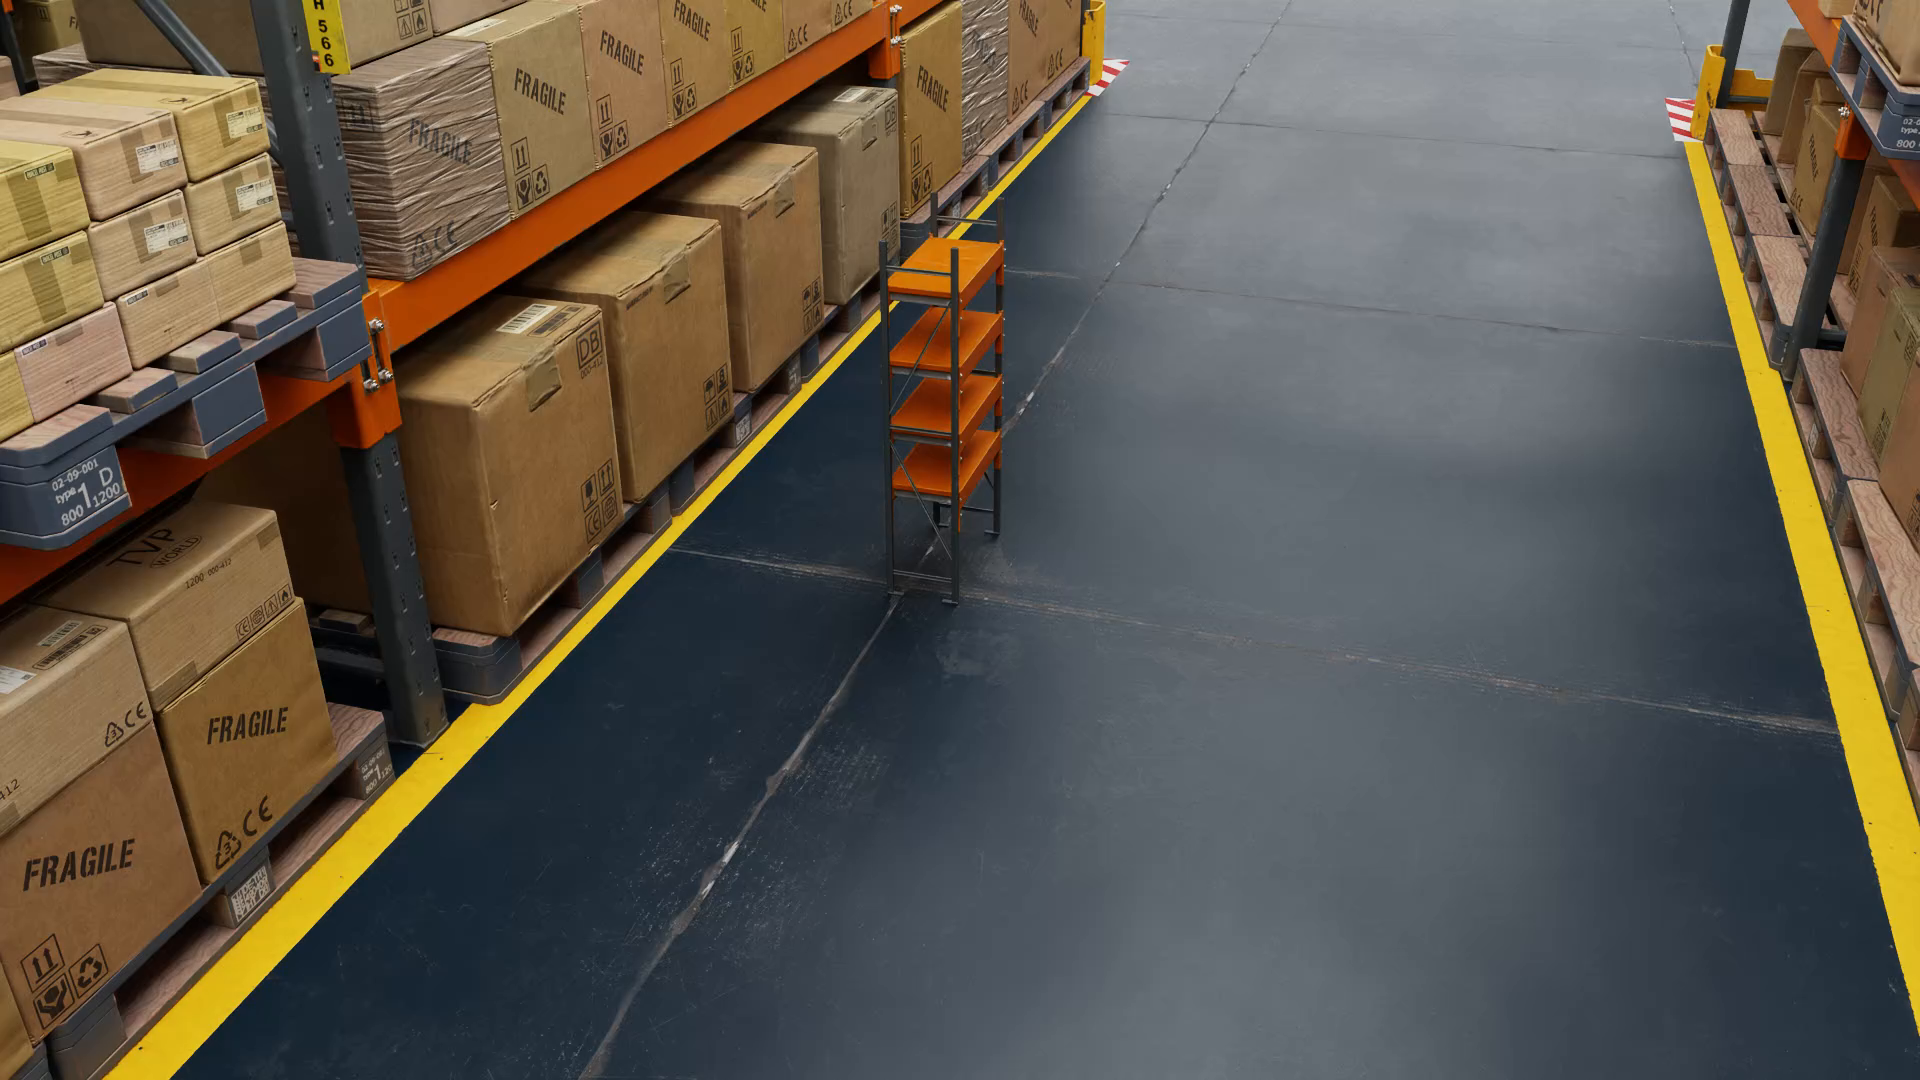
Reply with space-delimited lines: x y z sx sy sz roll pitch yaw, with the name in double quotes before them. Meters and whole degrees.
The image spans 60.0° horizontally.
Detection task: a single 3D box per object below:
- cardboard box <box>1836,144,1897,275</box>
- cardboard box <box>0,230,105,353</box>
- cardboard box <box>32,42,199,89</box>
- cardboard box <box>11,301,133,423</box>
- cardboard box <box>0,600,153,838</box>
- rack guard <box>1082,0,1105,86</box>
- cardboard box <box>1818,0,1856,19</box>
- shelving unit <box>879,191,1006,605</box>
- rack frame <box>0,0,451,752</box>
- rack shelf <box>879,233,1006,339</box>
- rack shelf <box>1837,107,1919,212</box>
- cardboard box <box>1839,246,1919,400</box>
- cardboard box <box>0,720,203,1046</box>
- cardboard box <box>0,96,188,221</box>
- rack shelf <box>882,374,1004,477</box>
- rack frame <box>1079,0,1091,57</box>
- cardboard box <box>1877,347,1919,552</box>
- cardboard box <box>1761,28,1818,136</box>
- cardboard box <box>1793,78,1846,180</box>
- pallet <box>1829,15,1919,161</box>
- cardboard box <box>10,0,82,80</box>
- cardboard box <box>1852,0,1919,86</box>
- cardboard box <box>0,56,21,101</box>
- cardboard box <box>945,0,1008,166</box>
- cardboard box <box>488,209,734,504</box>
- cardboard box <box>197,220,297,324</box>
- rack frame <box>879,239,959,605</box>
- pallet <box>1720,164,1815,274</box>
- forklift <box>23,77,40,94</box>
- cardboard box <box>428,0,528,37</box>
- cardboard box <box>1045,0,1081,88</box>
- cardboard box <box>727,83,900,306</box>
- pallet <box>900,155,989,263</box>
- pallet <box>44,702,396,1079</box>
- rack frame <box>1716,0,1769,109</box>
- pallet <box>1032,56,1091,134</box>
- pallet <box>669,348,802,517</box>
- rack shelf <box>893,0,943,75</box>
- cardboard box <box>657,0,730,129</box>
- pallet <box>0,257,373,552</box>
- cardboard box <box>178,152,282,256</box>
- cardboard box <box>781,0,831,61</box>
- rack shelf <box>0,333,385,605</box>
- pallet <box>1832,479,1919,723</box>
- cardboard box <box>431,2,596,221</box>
"cardboard box" 4.240 -1.458 7.425 0.500 0.500 0.500 19 34 30
"cardboard box" -1.824 -0.478 3.043 0.380 0.149 0.250 9 30 16
"cardboard box" -2.087 -1.107 4.551 0.500 0.500 0.500 8 30 15
"cardboard box" -1.817 -0.360 3.137 0.380 0.149 0.250 9 30 16
"cardboard box" -2.050 0.357 3.390 0.500 0.250 0.500 9 30 16
"rack guard" 0.393 -3.452 11.441 1.175 0.500 0.348 8 30 15
"cardboard box" 3.886 -2.306 7.068 0.380 0.149 0.250 8 30 15
"shelving unit" -0.049 -0.447 5.320 0.258 1.200 0.503 8 30 15
"rack frame" -1.962 -0.815 4.130 1.000 3.000 0.127 8 30 15
"rack shelf" -0.049 -0.791 5.129 0.258 0.148 0.480 8 30 15
"rack shelf" 3.337 -0.676 4.619 1.077 0.370 4.000 8 30 15
"cardboard box" 3.723 -0.737 6.108 0.700 0.500 0.500 6 30 11
"cardboard box" -2.062 0.677 3.586 0.500 0.500 0.500 10 31 17
"cardboard box" -1.744 -0.740 3.208 0.380 0.149 0.250 8 30 14
"rack shelf" -0.049 -0.389 5.353 0.258 0.148 0.480 8 30 15
"rack frame" 0.386 -4.533 10.813 1.000 3.000 0.127 8 30 15
"cardboard box" 3.401 -0.258 5.247 0.700 0.500 0.500 6 30 11
"cardboard box" 4.898 -2.582 9.445 0.500 0.500 0.500 14 32 24
"cardboard box" 4.554 -2.011 8.419 0.500 0.500 0.500 11 31 20
"pallet" 3.560 -1.501 5.561 1.003 0.211 1.213 8 30 15
"cardboard box" -5.119 -2.879 9.465 0.500 0.500 0.500 10 31 17
"cardboard box" 3.557 -2.016 5.239 1.000 1.000 1.000 9 30 15
"cardboard box" -2.285 -0.960 3.605 0.380 0.149 0.250 9 30 15
"cardboard box" -0.276 -2.631 9.148 0.875 0.875 0.875 9 30 15
"cardboard box" -1.444 -0.693 5.792 1.050 0.750 0.750 9 30 16
"cardboard box" -1.668 -0.594 3.559 0.380 0.149 0.250 9 30 16
"rack frame" -0.120 -0.334 5.116 0.240 1.200 0.015 8 30 15
"pallet" 4.443 -1.587 8.386 1.003 0.211 1.213 8 30 15
"forklift" -3.797 -1.864 6.086 1.130 2.935 3.031 6 30 11
"cardboard box" -1.674 -1.738 4.658 0.700 0.500 0.500 8 30 14
"cardboard box" 0.250 -3.464 10.644 0.875 0.875 0.875 9 30 15
"cardboard box" -0.884 -1.573 7.375 1.050 0.750 0.750 8 30 15
"pallet" -0.490 -1.798 8.765 1.003 0.211 1.213 8 30 15
"pallet" -2.193 0.766 4.156 1.003 0.211 1.213 8 30 15
"rack frame" 5.098 -3.778 9.457 1.000 3.000 0.127 8 30 15
"pallet" 0.226 -2.932 10.803 1.003 0.211 1.213 8 30 15
"pallet" -1.299 -0.518 6.463 1.003 0.211 1.213 8 30 15
"rack shelf" -0.201 -3.289 9.317 1.077 0.370 4.000 8 30 15
"cardboard box" -1.129 -1.731 5.674 0.500 0.500 0.500 8 30 14
"pallet" -2.070 -0.385 3.554 1.213 0.211 1.003 8 30 15
"cardboard box" -1.672 -0.725 3.487 0.380 0.149 0.250 9 30 16
"cardboard box" -0.834 -2.203 6.521 0.500 0.500 0.500 8 30 14
"rack shelf" -2.549 0.428 2.634 1.077 0.370 4.000 8 30 15
"pallet" 3.340 0.230 5.120 1.003 0.211 1.213 8 30 15
"cardboard box" -1.426 -1.266 4.837 0.500 0.500 0.500 8 30 14
